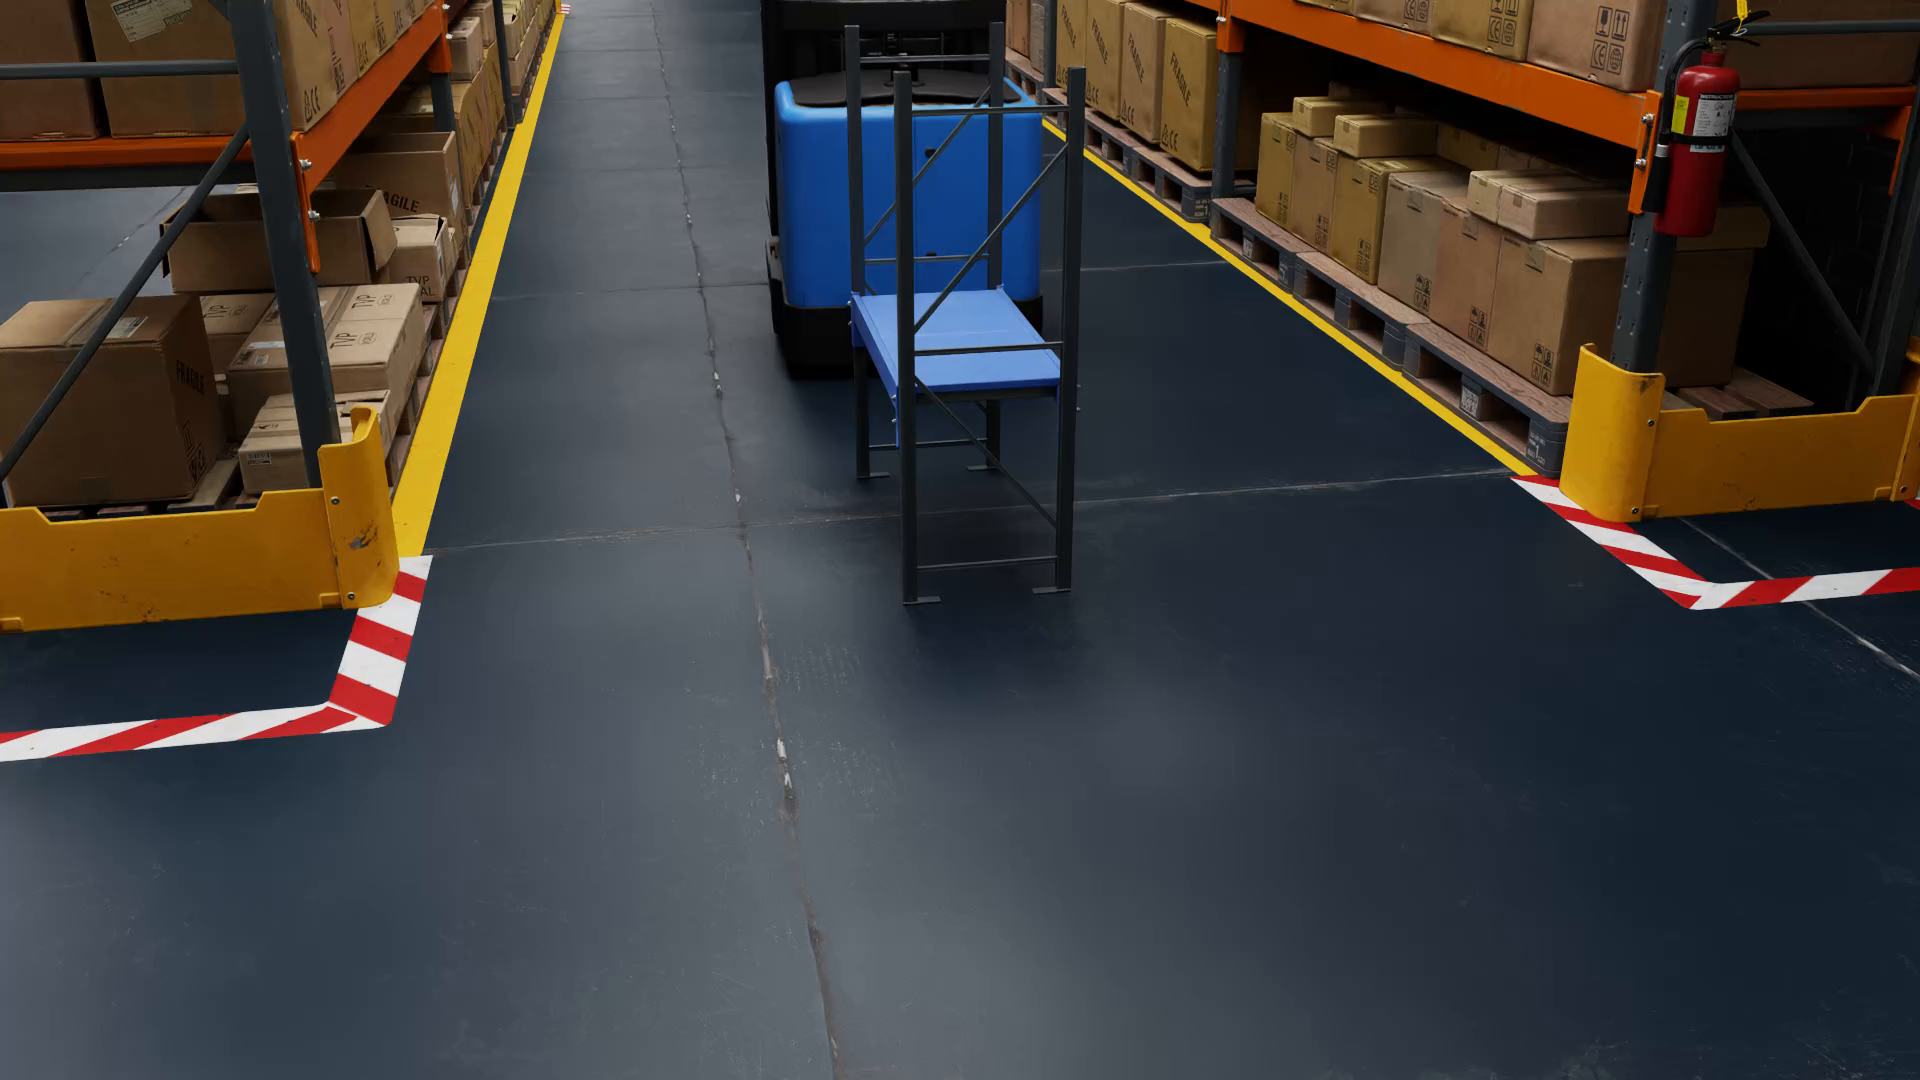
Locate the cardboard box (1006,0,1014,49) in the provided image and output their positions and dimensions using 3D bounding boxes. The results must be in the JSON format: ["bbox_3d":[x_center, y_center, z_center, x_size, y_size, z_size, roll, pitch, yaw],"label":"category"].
[{"bbox_3d":[0.753,-4.630,14.678,0.700,0.500,0.500,-4,24,-9],"label":"cardboard box"}]

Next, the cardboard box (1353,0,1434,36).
[{"bbox_3d":[2.239,-2.469,6.780,0.980,0.700,0.700,-5,24,-12],"label":"cardboard box"}]

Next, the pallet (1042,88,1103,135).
[{"bbox_3d":[1.213,-3.099,12.081,1.003,0.211,1.213,-4,24,-10],"label":"pallet"}]

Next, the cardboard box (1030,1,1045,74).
[{"bbox_3d":[0.957,-4.028,13.298,0.700,0.500,0.500,-4,24,-9],"label":"cardboard box"}]

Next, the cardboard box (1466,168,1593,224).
[{"bbox_3d":[2.142,-1.295,6.256,0.380,0.149,0.250,-4,24,-8],"label":"cardboard box"}]

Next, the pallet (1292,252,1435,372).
[{"bbox_3d":[2.174,-1.055,7.403,1.003,0.211,1.213,-4,24,-10],"label":"pallet"}]

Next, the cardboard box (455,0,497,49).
[{"bbox_3d":[-3.308,-3.352,10.813,0.500,0.250,0.500,-3,24,-8],"label":"cardboard box"}]

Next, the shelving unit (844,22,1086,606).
[{"bbox_3d":[-0.016,-0.721,5.027,0.538,1.500,1.048,-4,24,-10],"label":"shelving unit"}]

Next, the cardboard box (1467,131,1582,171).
[{"bbox_3d":[2.376,-1.622,7.004,0.380,0.149,0.250,-4,24,-9],"label":"cardboard box"}]

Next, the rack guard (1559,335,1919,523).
[{"bbox_3d":[2.625,-0.391,5.520,1.175,0.500,0.348,-4,24,-10],"label":"rack guard"}]

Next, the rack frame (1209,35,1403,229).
[{"bbox_3d":[1.881,-3.119,8.644,1.000,3.000,0.127,-4,24,-10],"label":"rack frame"}]

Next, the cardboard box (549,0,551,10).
[{"bbox_3d":[-4.527,-5.625,17.293,0.500,0.250,0.500,-4,24,-10],"label":"cardboard box"}]

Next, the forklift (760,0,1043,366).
[{"bbox_3d":[-0.372,-2.597,7.535,1.130,2.935,3.031,-3,24,-7],"label":"forklift"}]

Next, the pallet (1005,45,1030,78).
[{"bbox_3d":[0.776,-4.201,14.605,1.003,0.211,1.213,-4,24,-10],"label":"pallet"}]

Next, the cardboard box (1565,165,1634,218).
[{"bbox_3d":[2.518,-1.323,6.319,0.380,0.149,0.250,-4,24,-10],"label":"cardboard box"}]

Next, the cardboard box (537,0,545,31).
[{"bbox_3d":[-4.254,-5.035,15.941,0.500,0.250,0.500,-4,24,-10],"label":"cardboard box"}]

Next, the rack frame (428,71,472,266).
[{"bbox_3d":[-2.987,-2.751,7.801,1.000,3.000,0.127,-4,24,-10],"label":"rack frame"}]

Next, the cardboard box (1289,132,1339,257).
[{"bbox_3d":[2.008,-1.666,7.916,0.700,0.500,0.500,-5,24,-10],"label":"cardboard box"}]

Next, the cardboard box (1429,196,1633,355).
[{"bbox_3d":[2.300,-1.057,6.522,0.700,0.500,0.500,-4,24,-10],"label":"cardboard box"}]

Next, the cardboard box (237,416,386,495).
[{"bbox_3d":[-1.987,-0.263,5.116,0.380,0.149,0.250,-4,24,-10],"label":"cardboard box"}]

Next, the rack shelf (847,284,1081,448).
[{"bbox_3d":[-0.016,-0.556,5.099,0.538,0.185,1.000,-4,24,-10],"label":"rack shelf"}]

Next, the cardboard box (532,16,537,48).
[{"bbox_3d":[-4.013,-4.489,14.692,0.500,0.250,0.500,-5,24,-11],"label":"cardboard box"}]

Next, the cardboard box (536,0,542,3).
[{"bbox_3d":[-4.244,-5.379,15.793,0.500,0.500,0.500,-4,24,-10],"label":"cardboard box"}]

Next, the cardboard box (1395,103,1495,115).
[{"bbox_3d":[2.235,-1.922,7.692,0.380,0.149,0.250,-5,24,-11],"label":"cardboard box"}]

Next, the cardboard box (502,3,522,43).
[{"bbox_3d":[-3.640,-3.947,12.750,0.500,0.311,0.500,-5,24,-11],"label":"cardboard box"}]

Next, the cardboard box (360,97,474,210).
[{"bbox_3d":[-2.837,-2.015,8.690,0.500,0.500,0.500,-5,24,-12],"label":"cardboard box"}]

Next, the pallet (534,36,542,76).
[{"bbox_3d":[-4.291,-4.333,14.907,1.003,0.211,1.213,-4,24,-10],"label":"pallet"}]

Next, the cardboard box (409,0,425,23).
[{"bbox_3d":[-2.545,-2.416,6.910,0.500,0.500,0.500,-4,24,-8],"label":"cardboard box"}]

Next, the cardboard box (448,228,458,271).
[{"bbox_3d":[-2.474,-1.300,7.491,0.380,0.149,0.250,-4,24,-10],"label":"cardboard box"}]

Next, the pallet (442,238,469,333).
[{"bbox_3d":[-2.861,-1.203,7.740,1.003,0.211,1.213,-4,24,-10],"label":"pallet"}]

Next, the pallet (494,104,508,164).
[{"bbox_3d":[-3.626,-2.750,11.283,1.003,0.211,1.213,-4,24,-10],"label":"pallet"}]

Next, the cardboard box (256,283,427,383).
[{"bbox_3d":[-2.254,-0.747,6.099,0.500,0.250,0.500,-4,24,-10],"label":"cardboard box"}]

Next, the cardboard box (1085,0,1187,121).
[{"bbox_3d":[1.304,-3.256,11.118,0.750,0.750,0.750,-4,24,-10],"label":"cardboard box"}]

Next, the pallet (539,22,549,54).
[{"bbox_3d":[-4.572,-4.936,16.287,1.003,0.211,1.213,-4,24,-10],"label":"pallet"}]

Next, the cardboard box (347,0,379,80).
[{"bbox_3d":[-2.261,-1.818,5.539,0.500,0.500,0.500,-4,24,-10],"label":"cardboard box"}]

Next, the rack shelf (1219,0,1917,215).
[{"bbox_3d":[2.251,-2.003,6.986,1.077,0.370,4.000,-4,24,-10],"label":"rack shelf"}]

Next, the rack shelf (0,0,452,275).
[{"bbox_3d":[-2.617,-1.635,6.144,1.077,0.370,4.000,-4,24,-10],"label":"rack shelf"}]

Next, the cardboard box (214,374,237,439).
[{"bbox_3d":[-2.576,-0.442,5.505,0.380,0.166,0.250,-4,24,-10],"label":"cardboard box"}]

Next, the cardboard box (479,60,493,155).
[{"bbox_3d":[-3.124,-2.620,10.075,0.500,0.500,0.500,-5,24,-12],"label":"cardboard box"}]

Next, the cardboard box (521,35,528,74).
[{"bbox_3d":[-3.731,-3.886,13.311,0.500,0.250,0.500,-5,24,-11],"label":"cardboard box"}]

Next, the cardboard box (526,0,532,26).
[{"bbox_3d":[-3.917,-4.548,14.126,0.500,0.311,0.500,-4,24,-10],"label":"cardboard box"}]

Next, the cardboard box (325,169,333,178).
[{"bbox_3d":[-3.360,-1.980,8.609,0.500,0.500,0.500,-4,24,-10],"label":"cardboard box"}]
